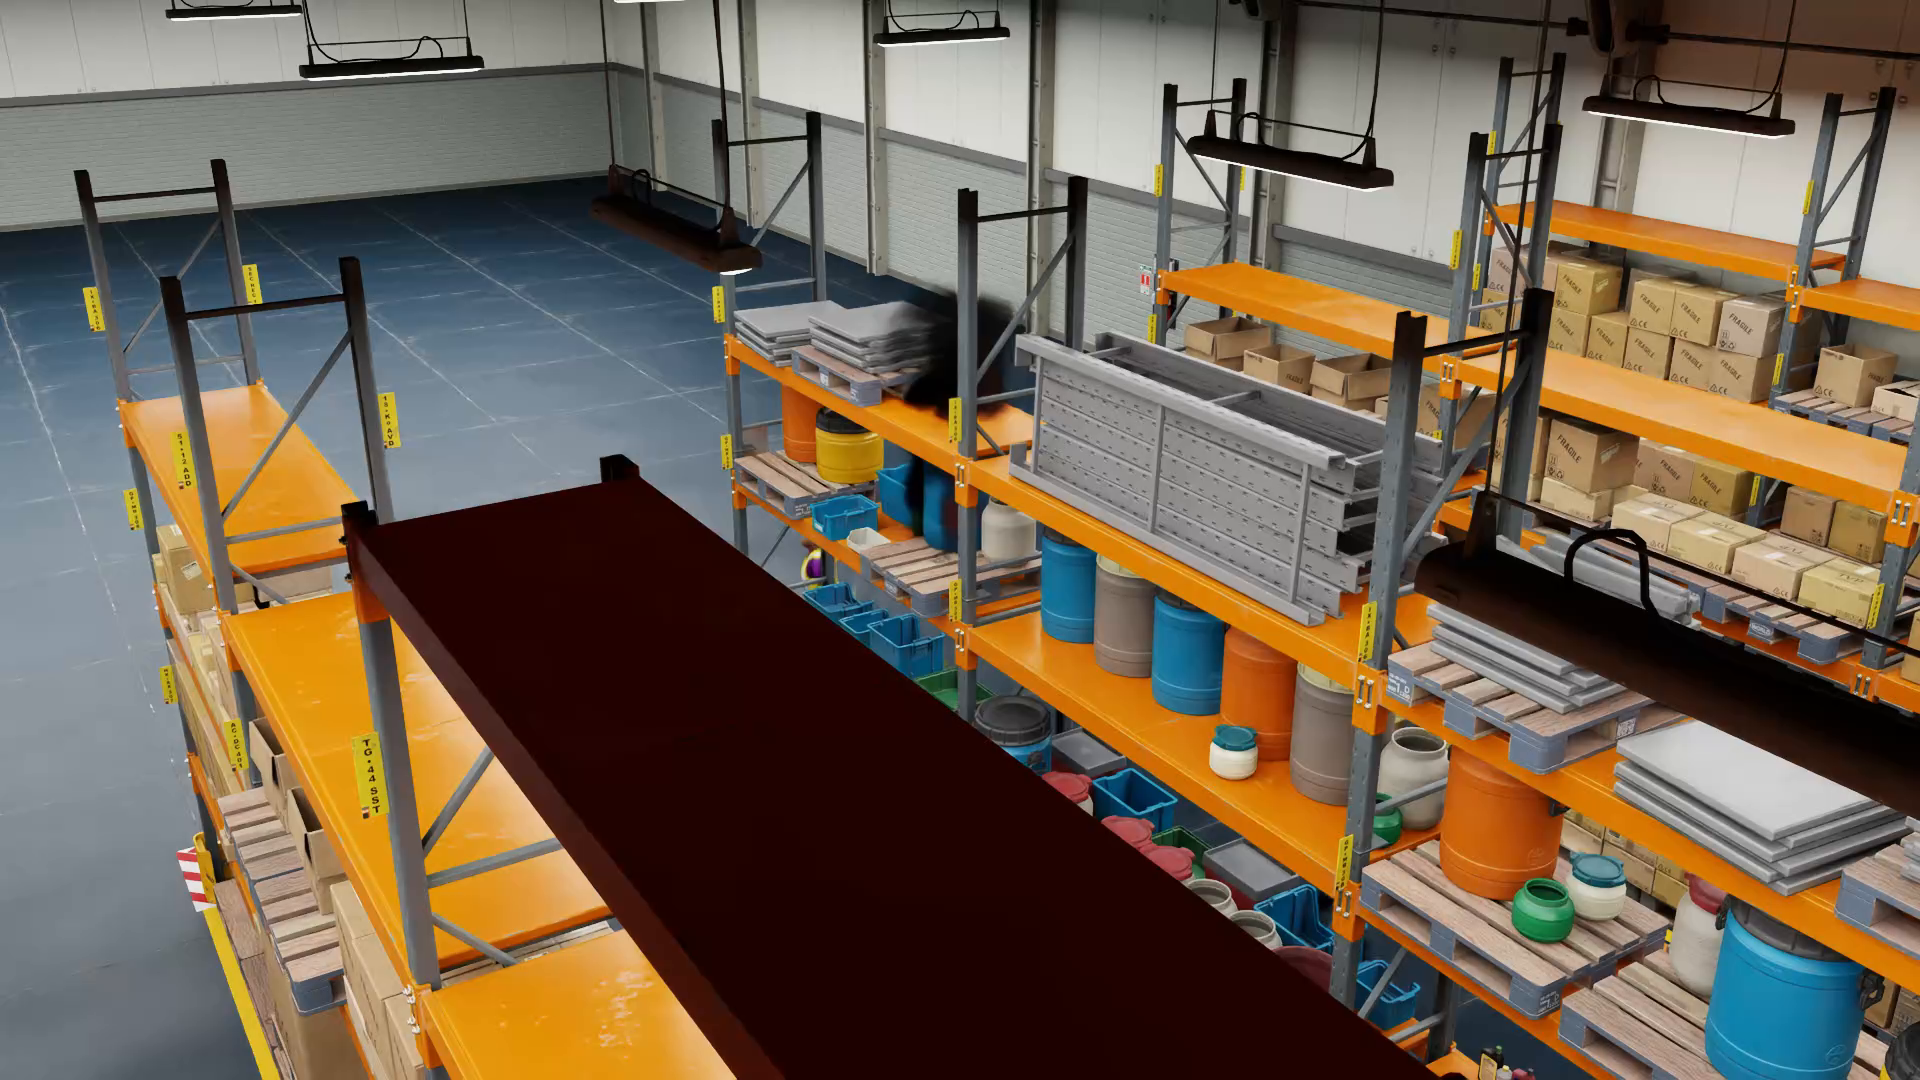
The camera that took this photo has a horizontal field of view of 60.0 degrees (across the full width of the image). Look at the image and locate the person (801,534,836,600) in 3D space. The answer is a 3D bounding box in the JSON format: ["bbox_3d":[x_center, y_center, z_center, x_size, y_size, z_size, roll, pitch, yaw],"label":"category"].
[{"bbox_3d":[-1.390,0.624,17.554,0.647,1.708,0.686,2,22,6],"label":"person"}]

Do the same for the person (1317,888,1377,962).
[{"bbox_3d":[2.935,2.630,12.810,0.538,1.495,0.837,-18,28,-38],"label":"person"}]
